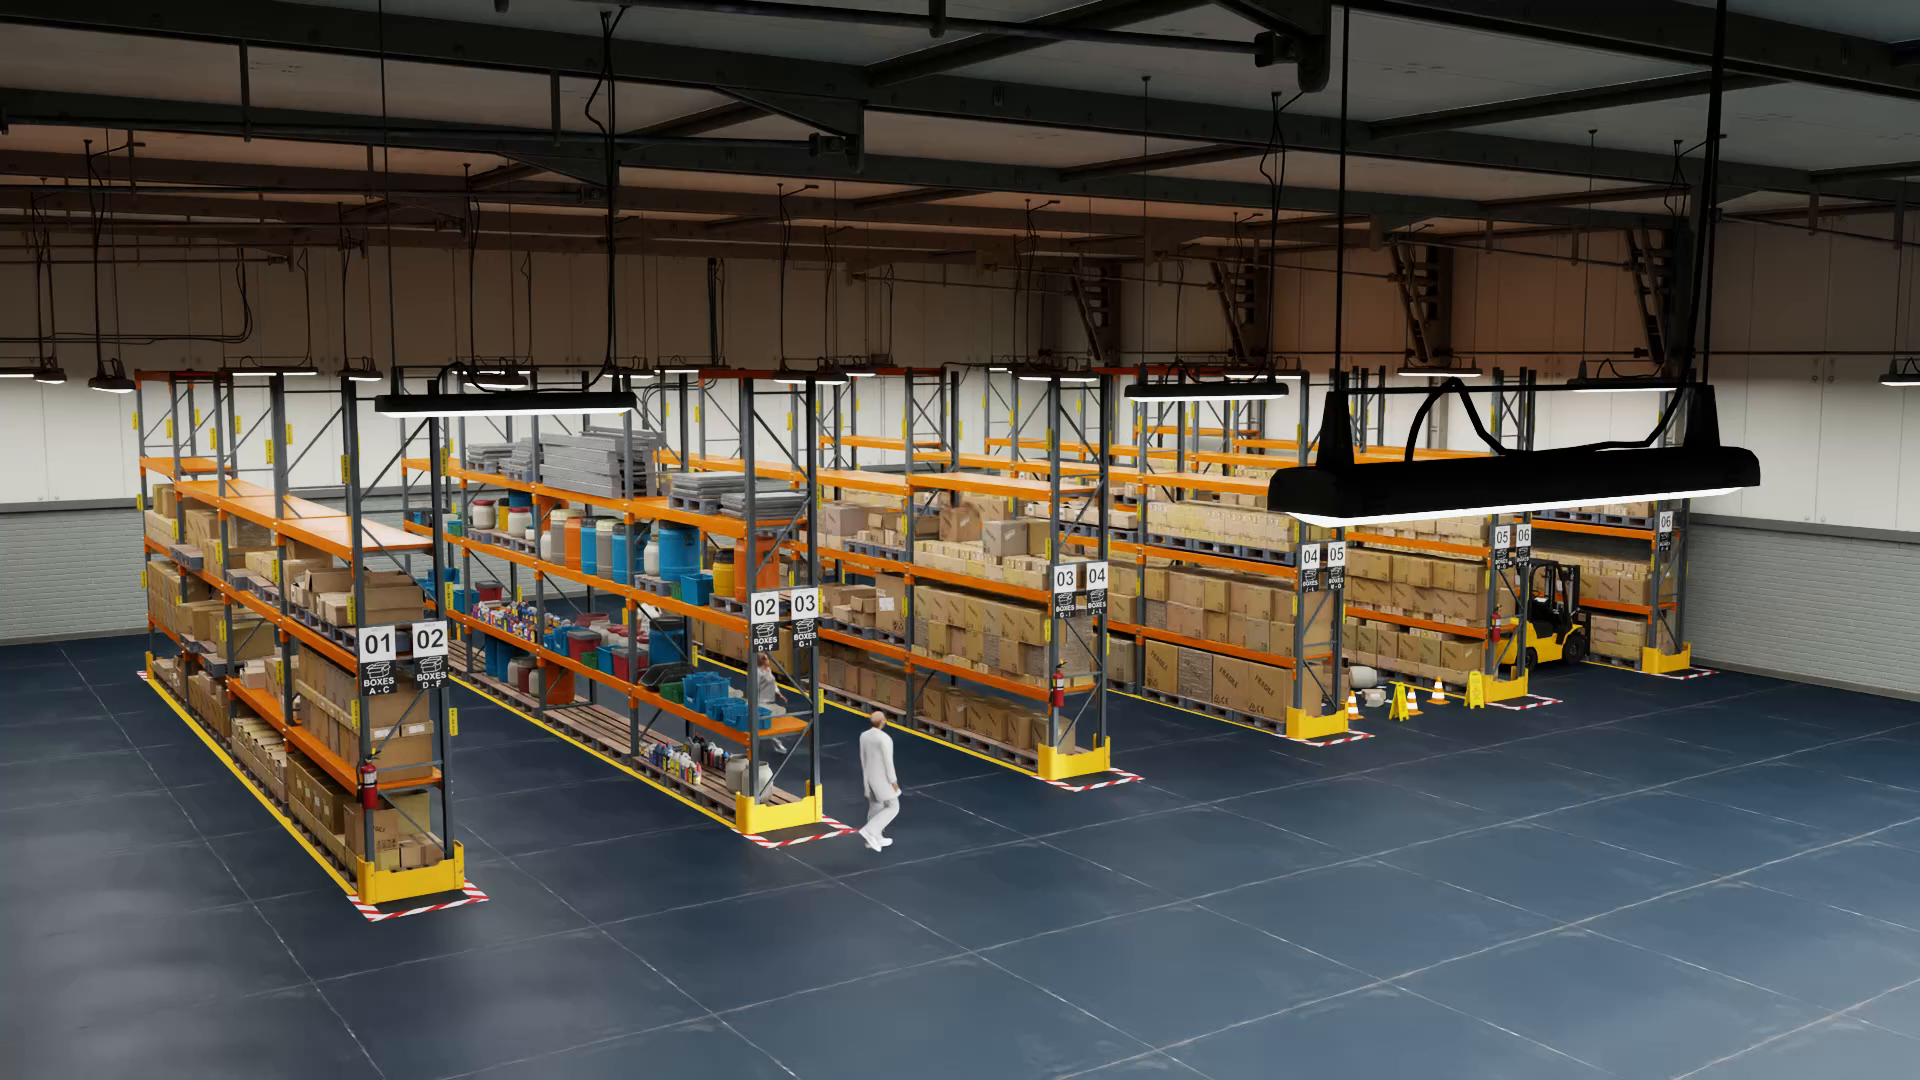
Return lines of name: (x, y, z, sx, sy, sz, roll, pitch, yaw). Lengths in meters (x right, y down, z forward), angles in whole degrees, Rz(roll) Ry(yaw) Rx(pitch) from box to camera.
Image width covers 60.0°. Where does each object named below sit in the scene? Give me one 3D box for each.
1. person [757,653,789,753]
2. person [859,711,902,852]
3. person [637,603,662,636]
person: (-3.065, 2.558, 26.462, 0.958, 1.546, 0.505, 3, 7, 28)
person: (-1.071, 3.058, 21.109, 0.567, 1.760, 0.607, -5, 8, -35)
person: (-6.080, 1.812, 32.780, 0.504, 1.602, 1.030, -4, 8, -32)
